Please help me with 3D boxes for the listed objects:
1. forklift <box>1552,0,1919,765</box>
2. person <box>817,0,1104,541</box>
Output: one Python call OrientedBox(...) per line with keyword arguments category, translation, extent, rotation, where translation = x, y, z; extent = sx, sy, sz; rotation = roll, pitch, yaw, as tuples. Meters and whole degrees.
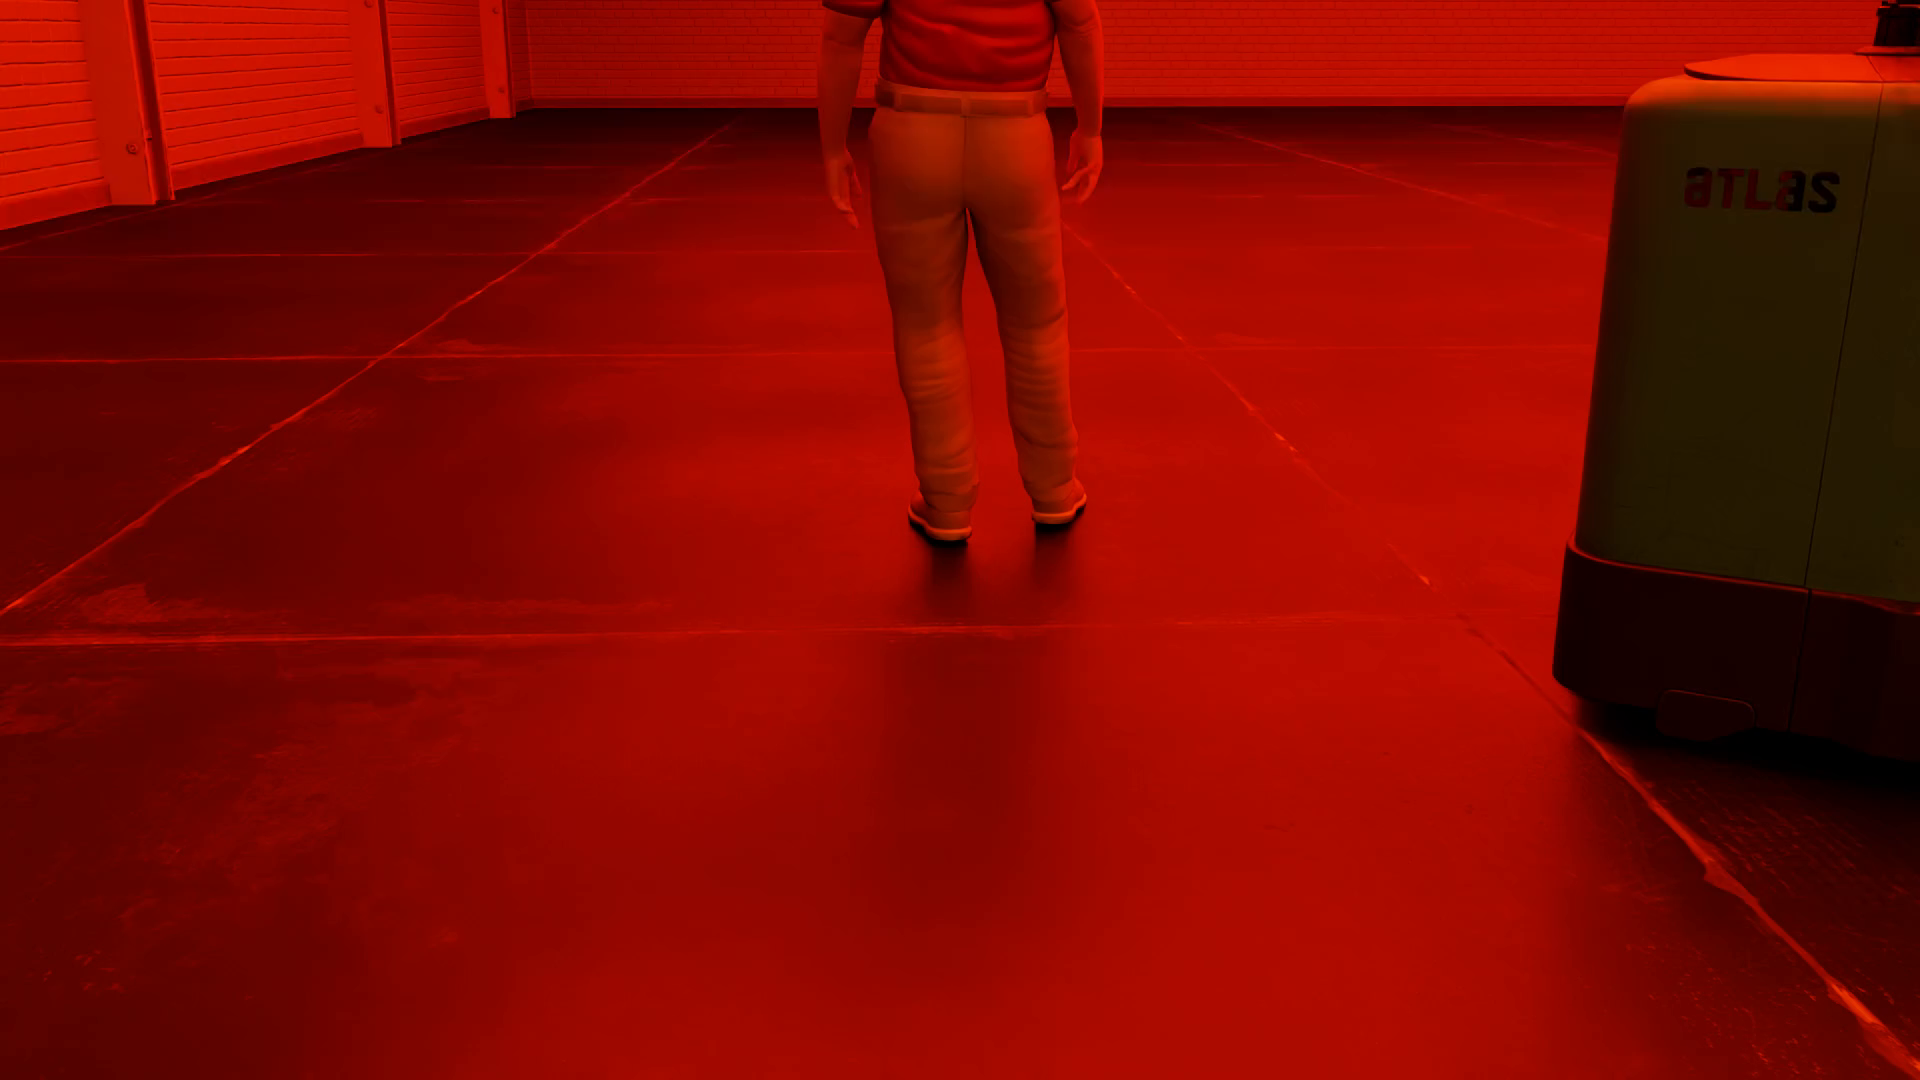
OrientedBox(category="forklift", translation=(2.573, -1.000, 2.177), extent=(3.031, 2.935, 1.130), rotation=(9, 19, 27))
OrientedBox(category="person", translation=(0.007, -0.861, 3.749), extent=(0.641, 1.728, 0.550), rotation=(-1, 17, -3))
